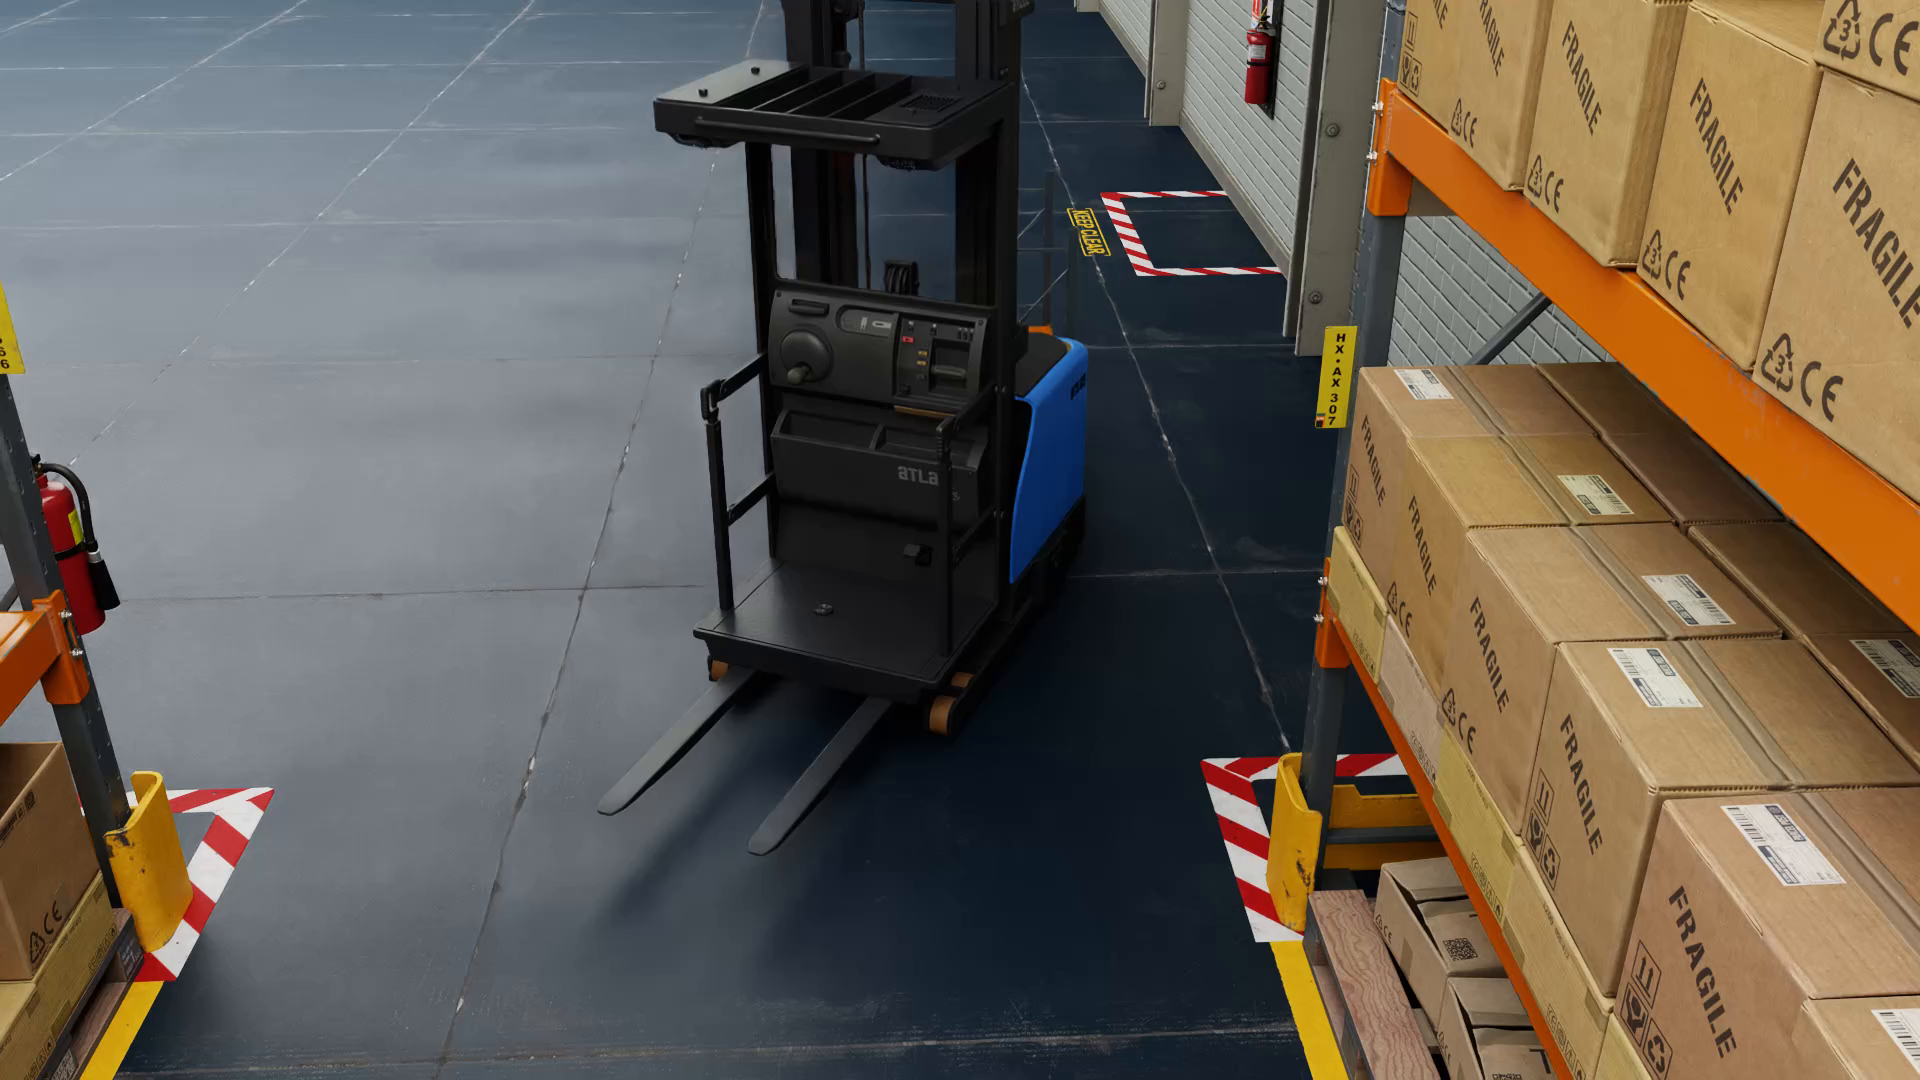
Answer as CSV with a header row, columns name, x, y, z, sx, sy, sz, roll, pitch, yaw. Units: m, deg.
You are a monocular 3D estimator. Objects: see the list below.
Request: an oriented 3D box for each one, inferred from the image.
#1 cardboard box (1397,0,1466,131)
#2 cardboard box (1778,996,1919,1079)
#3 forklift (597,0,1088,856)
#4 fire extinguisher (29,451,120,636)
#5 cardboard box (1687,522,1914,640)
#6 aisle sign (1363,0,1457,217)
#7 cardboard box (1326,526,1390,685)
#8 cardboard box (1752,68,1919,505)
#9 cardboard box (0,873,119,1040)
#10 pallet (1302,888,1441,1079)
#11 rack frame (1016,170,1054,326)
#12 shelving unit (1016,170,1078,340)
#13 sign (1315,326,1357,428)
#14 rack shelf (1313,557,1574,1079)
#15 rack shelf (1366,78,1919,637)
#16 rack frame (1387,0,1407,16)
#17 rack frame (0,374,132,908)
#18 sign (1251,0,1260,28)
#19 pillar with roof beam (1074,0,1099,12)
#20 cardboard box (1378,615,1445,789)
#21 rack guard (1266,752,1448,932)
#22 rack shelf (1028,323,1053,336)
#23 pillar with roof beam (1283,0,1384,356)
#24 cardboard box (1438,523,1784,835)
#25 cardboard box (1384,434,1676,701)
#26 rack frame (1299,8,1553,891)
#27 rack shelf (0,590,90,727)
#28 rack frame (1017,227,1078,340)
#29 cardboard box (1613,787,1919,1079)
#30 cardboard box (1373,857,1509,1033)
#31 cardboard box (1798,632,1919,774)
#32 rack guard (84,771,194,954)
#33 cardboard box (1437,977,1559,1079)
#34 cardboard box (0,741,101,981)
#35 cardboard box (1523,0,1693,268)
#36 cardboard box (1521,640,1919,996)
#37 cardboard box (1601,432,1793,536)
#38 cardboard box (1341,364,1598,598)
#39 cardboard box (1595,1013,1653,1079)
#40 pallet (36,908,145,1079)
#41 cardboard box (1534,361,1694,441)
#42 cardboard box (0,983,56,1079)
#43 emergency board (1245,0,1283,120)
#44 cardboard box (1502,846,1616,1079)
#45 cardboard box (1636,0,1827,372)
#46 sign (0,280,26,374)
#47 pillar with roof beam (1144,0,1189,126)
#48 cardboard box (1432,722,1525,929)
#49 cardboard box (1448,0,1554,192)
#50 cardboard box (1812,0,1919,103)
name,x,y,z,sx,sy,sz,roll,pitch,yaw
cardboard box,1.444,-1.340,4.203,0.500,0.500,0.500,-1,28,-1
cardboard box,1.520,1.014,2.392,0.500,0.500,0.500,-2,28,-3
forklift,-0.415,-0.727,6.475,1.130,2.935,3.031,11,29,19
fire extinguisher,-2.812,-0.028,5.143,0.296,0.674,0.183,-1,28,-3
cardboard box,1.961,0.292,3.777,0.500,0.500,0.500,-2,28,-4
aisle sign,1.373,-1.296,4.680,0.394,0.787,0.004,-1,28,-3
cardboard box,1.385,0.173,4.815,0.500,0.250,0.500,-2,28,-4
cardboard box,1.532,-0.370,2.341,0.500,0.500,0.500,-2,28,-5
cardboard box,-2.947,1.277,5.077,0.500,0.250,0.500,-1,28,-3
pallet,1.688,1.530,5.088,1.003,0.211,1.213,-1,28,-3
rack frame,0.242,-1.264,9.051,0.500,1.500,0.032,-2,28,-3
shelving unit,0.275,-1.025,8.593,0.587,1.500,1.083,-2,28,-3
sign,1.135,-0.488,5.006,0.100,0.325,0.005,-1,28,-3
rack shelf,1.781,1.125,3.627,1.077,0.370,4.000,-1,28,-3
rack shelf,1.781,-0.205,2.933,1.077,0.370,4.000,-1,28,-3
rack frame,1.677,-2.777,3.844,1.000,3.000,0.127,-1,28,-3
rack frame,-3.270,0.004,4.999,1.000,3.000,0.127,-1,28,-3
sign,2.247,-4.002,12.641,0.001,0.329,0.234,-1,28,-3
pillar with roof beam,-2.662,-10.684,19.003,9.100,9.000,0.400,-1,28,-3
cardboard box,1.426,0.413,4.356,0.500,0.250,0.500,-2,28,-4
rack guard,1.681,1.026,5.742,1.175,0.500,0.348,-1,28,-3
rack shelf,0.274,-0.870,8.684,0.538,0.185,1.000,-2,28,-3
pillar with roof beam,-2.035,-5.142,8.378,9.100,9.000,0.400,-1,28,-3
cardboard box,1.438,0.303,3.756,0.500,0.500,0.500,-2,28,-4
cardboard box,1.417,0.064,4.214,0.500,0.500,0.500,-1,28,-2
rack frame,1.677,-0.118,5.232,1.000,3.000,0.127,-1,28,-3
rack shelf,-3.166,1.246,3.395,1.077,0.370,4.000,-1,28,-3
rack frame,0.306,-0.794,8.151,0.500,1.500,0.032,-2,28,-3
cardboard box,1.505,0.781,2.839,0.500,0.500,0.500,-2,28,-4
cardboard box,1.623,1.201,5.135,0.500,0.311,0.500,-4,28,-8
cardboard box,1.988,0.524,3.331,0.500,0.500,0.500,-1,28,-2
rack guard,-3.271,1.101,5.598,1.175,0.500,0.348,-1,28,-3
cardboard box,1.653,1.465,4.630,0.500,0.311,0.500,1,28,2
cardboard box,-2.945,0.945,4.903,0.500,0.500,0.500,-1,28,-3
cardboard box,1.468,-0.852,3.266,0.500,0.500,0.500,0,28,0
cardboard box,1.477,0.541,3.299,0.500,0.500,0.500,-1,28,-1
cardboard box,1.930,0.053,4.235,0.500,0.500,0.500,-1,28,-2
cardboard box,1.401,-0.165,4.652,0.500,0.500,0.500,-1,28,-3
cardboard box,1.499,1.114,3.011,0.500,0.250,0.500,-2,28,-3
pallet,-3.188,1.592,4.969,1.003,0.211,1.213,-1,28,-3
cardboard box,1.914,-0.180,4.681,0.500,0.500,0.500,-2,28,-3
cardboard box,-2.909,1.508,4.634,0.500,0.250,0.500,-1,28,-3
emergency board,2.173,-3.728,12.154,0.194,1.169,0.643,-1,28,-3
cardboard box,1.471,0.881,3.457,0.500,0.250,0.500,-1,28,-2
cardboard box,1.517,-0.605,2.792,0.500,0.500,0.500,0,28,1
sign,-2.727,-0.621,4.689,0.100,0.325,0.005,-1,28,-3
pillar with roof beam,-2.349,-7.913,13.691,9.100,9.000,0.400,-1,28,-3
cardboard box,1.447,0.648,3.904,0.500,0.250,0.500,-2,28,-3
cardboard box,1.437,-1.091,3.725,0.500,0.500,0.500,0,28,1
cardboard box,1.512,-0.815,2.115,0.500,0.500,0.500,-2,28,-4
